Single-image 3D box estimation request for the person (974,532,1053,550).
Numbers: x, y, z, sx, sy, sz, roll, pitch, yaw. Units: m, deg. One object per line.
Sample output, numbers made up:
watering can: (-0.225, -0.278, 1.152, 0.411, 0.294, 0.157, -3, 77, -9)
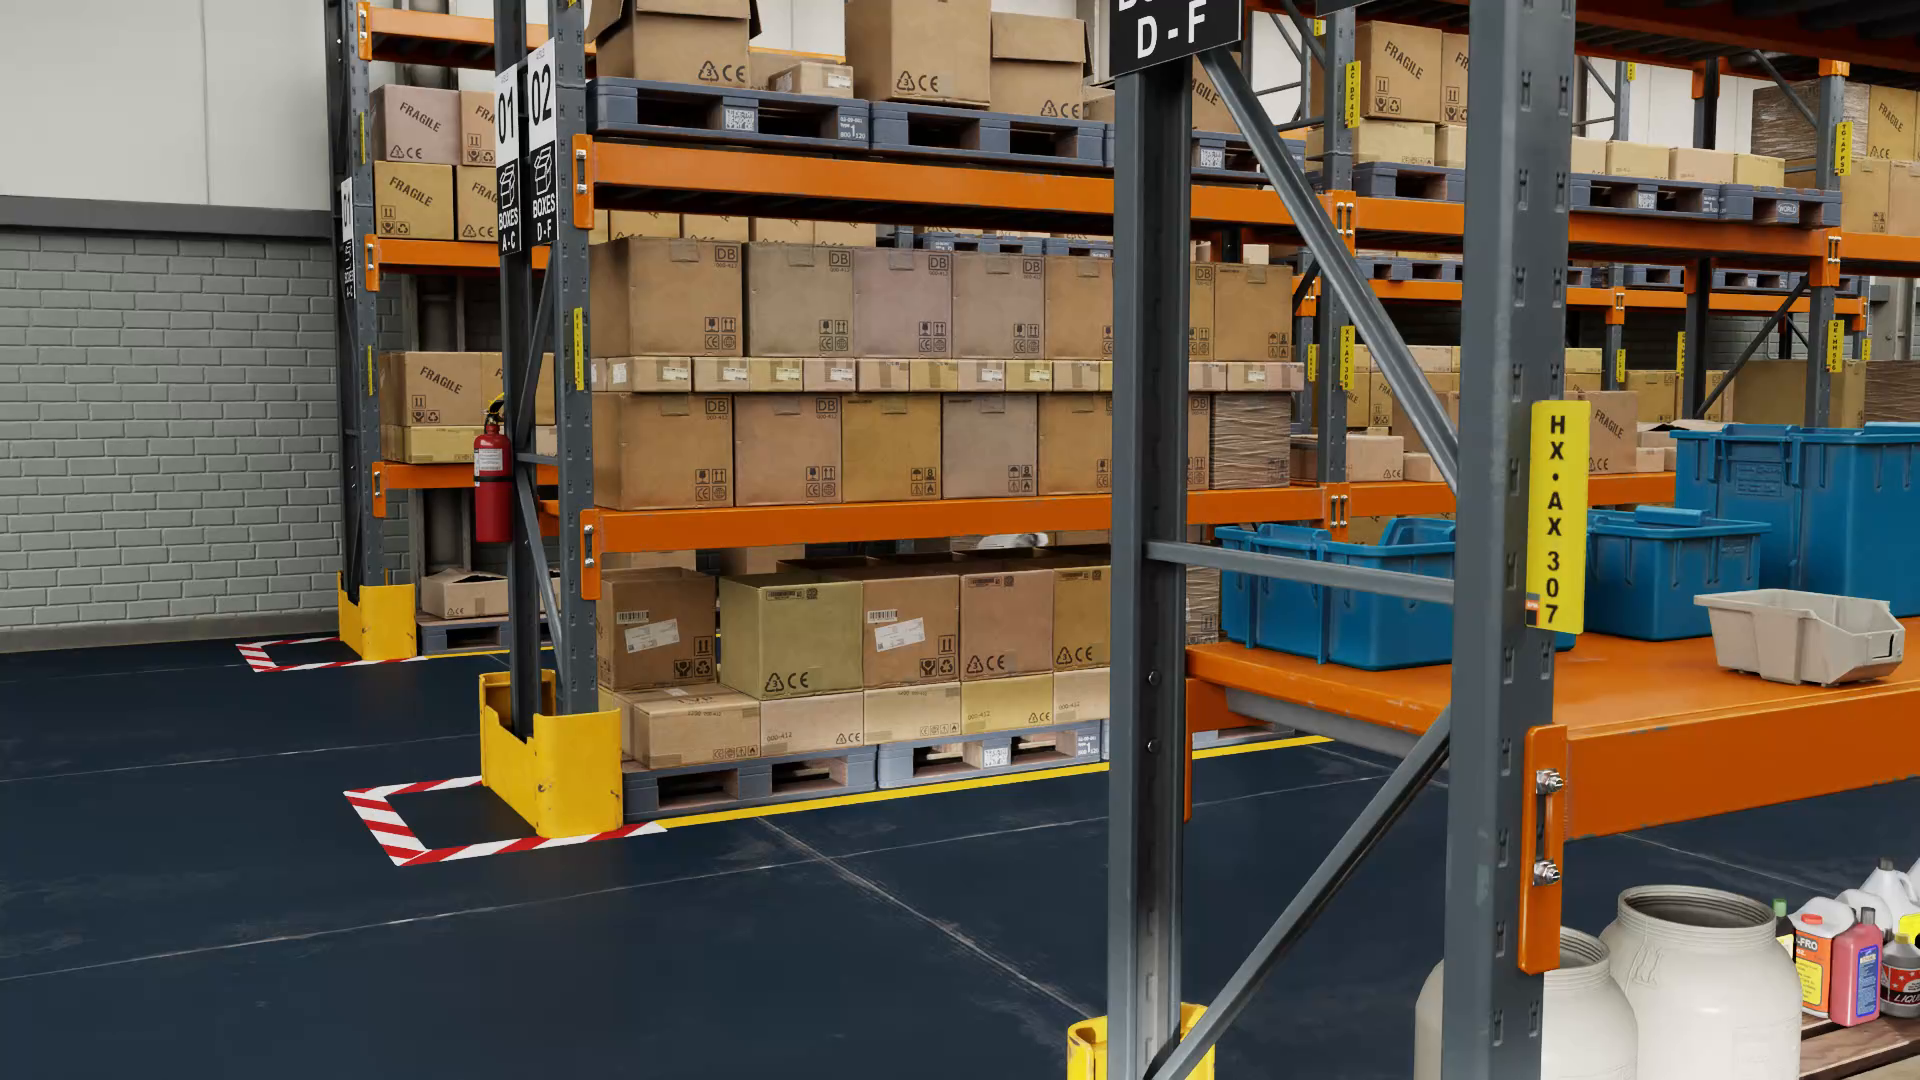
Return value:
person: (0.436, 0.239, 12.490, 0.859, 0.892, 0.421, -5, 7, -43)
